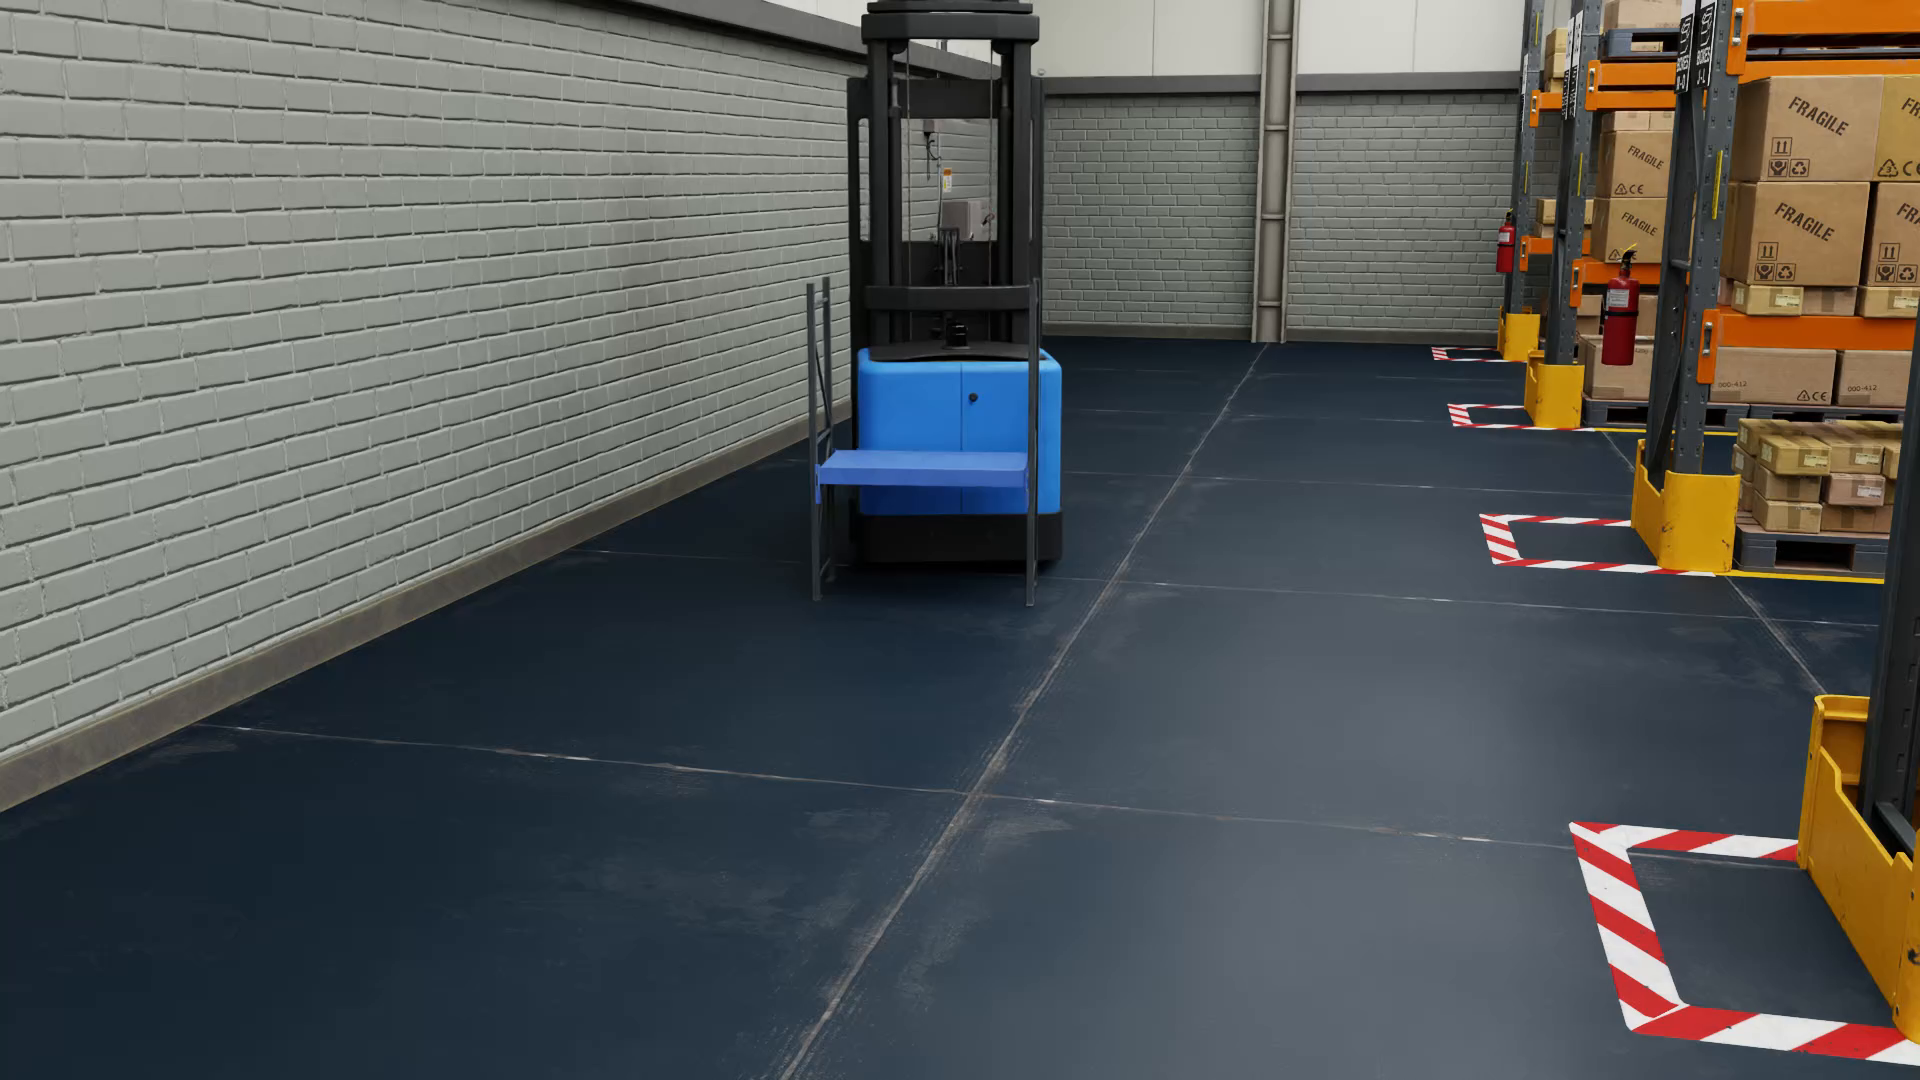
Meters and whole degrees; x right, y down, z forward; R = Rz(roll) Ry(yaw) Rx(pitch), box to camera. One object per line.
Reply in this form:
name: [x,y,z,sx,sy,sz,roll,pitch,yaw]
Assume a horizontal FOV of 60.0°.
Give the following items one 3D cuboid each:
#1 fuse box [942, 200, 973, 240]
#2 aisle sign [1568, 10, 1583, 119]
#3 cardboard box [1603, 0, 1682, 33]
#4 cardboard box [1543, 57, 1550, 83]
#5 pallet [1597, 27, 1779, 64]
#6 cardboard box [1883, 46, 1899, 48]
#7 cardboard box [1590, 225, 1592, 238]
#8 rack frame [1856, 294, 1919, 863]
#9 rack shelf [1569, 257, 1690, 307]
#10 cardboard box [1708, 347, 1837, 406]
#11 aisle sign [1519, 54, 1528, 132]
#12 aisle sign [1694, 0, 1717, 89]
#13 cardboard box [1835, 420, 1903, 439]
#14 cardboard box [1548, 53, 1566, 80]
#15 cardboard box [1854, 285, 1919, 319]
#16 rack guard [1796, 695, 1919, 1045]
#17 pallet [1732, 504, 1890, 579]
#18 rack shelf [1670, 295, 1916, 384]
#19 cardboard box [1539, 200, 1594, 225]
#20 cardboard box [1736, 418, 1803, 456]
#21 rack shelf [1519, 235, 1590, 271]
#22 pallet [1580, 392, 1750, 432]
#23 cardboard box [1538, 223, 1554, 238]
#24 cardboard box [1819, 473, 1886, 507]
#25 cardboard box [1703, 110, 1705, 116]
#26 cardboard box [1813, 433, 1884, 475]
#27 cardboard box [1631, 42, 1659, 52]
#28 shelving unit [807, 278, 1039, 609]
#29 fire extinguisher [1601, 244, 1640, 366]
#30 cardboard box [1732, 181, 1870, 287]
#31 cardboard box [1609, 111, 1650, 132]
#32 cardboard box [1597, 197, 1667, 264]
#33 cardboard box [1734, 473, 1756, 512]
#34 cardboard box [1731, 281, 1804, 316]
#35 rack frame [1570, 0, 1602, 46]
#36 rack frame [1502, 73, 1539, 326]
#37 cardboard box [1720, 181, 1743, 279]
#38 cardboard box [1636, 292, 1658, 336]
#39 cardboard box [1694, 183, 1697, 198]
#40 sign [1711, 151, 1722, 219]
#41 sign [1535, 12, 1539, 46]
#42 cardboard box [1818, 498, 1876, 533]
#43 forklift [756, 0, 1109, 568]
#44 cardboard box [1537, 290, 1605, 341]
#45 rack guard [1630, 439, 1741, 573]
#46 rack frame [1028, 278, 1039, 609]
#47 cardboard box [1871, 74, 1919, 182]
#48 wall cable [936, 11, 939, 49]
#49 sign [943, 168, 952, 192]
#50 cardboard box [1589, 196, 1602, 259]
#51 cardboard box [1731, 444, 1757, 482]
fuse box: [0.089,-2.569,16.861,0.414,1.711,0.539,3,13,14]
aisle sign: [4.785,-3.688,12.928,0.004,0.787,0.394,3,13,14]
cardboard box: [5.382,-4.116,13.083,0.500,0.250,0.500,2,13,8]
cardboard box: [6.607,-5.090,17.986,0.500,0.250,0.500,3,13,13]
pallet: [5.647,-3.861,12.989,1.213,0.211,1.003,3,13,14]
cardboard box: [9.445,-5.068,16.732,0.500,0.250,0.500,3,13,14]
cardboard box: [6.884,-3.313,17.819,0.250,0.149,0.380,3,13,13]
rack frame: [2.550,-0.392,4.075,0.127,3.000,1.000,3,13,14]
rack shelf: [6.866,-2.021,13.078,4.000,0.370,1.077,3,13,14]
cardboard box: [6.479,-1.371,13.434,0.875,0.438,0.875,3,13,15]
aisle sign: [5.973,-4.731,17.629,0.004,0.787,0.394,3,13,14]
aisle sign: [3.693,-2.639,8.203,0.004,0.787,0.394,3,13,14]
cardboard box: [4.923,-0.547,9.014,0.250,0.149,0.380,3,13,12]
cardboard box: [6.475,-4.976,17.469,0.500,0.250,0.500,3,13,13]
cardboard box: [4.577,-1.192,8.259,0.250,0.149,0.380,3,13,12]
rack guard: [2.526,0.827,4.351,0.348,0.500,1.175,3,13,14]
pallet: [4.690,-0.015,8.813,1.213,0.211,1.003,3,13,14]
rack shelf: [5.778,-0.975,8.362,4.000,0.370,1.077,3,13,14]
cardboard box: [6.486,-3.512,17.796,0.500,0.250,0.500,3,13,14]
cardboard box: [4.411,-0.559,9.067,0.250,0.149,0.380,3,13,14]
rack shelf: [8.051,-3.065,17.783,4.000,0.370,1.077,3,13,14]
pallet: [5.719,-1.089,13.657,1.213,0.211,1.003,3,13,14]
cardboard box: [6.363,-3.322,17.863,0.250,0.149,0.380,3,13,13]
cardboard box: [4.536,-0.281,8.500,0.250,0.149,0.380,3,13,13]
cardboard box: [5.699,-3.217,12.769,0.250,0.149,0.380,3,13,15]
cardboard box: [4.560,-0.446,8.556,0.250,0.149,0.380,3,13,15]
cardboard box: [6.969,-5.194,17.299,0.500,0.250,0.500,3,13,13]
shelving unit: [-0.160,-0.469,7.884,1.048,1.500,0.538,0,13,2]
fire extinguisher: [3.702,-1.320,9.297,0.183,0.674,0.296,3,13,14]
cardboard box: [4.206,-1.542,8.342,0.500,0.500,0.500,4,13,16]
cardboard box: [5.202,-3.253,12.933,0.250,0.149,0.380,3,13,15]
cardboard box: [5.321,-2.439,13.072,0.500,0.500,0.500,3,13,13]
cardboard box: [4.397,-0.259,9.090,0.250,0.149,0.380,3,13,14]
cardboard box: [4.072,-1.221,8.393,0.250,0.149,0.380,3,13,13]
rack frame: [4.924,-5.405,12.818,0.127,3.000,1.000,3,13,14]
rack frame: [6.110,-3.520,18.173,0.127,3.000,1.000,3,13,14]
cardboard box: [4.334,-1.654,8.848,0.500,0.500,0.500,3,13,15]
cardboard box: [7.501,-2.400,17.929,0.500,0.500,0.700,4,13,16]
cardboard box: [5.825,-2.903,12.852,0.500,0.500,0.500,3,13,12]
sign: [3.706,-1.738,8.144,0.005,0.325,0.100,3,13,14]
sign: [5.980,-5.297,17.239,0.005,0.325,0.100,3,13,14]
cardboard box: [4.542,-0.152,8.606,0.250,0.149,0.380,3,13,13]
forklift: [-0.345,-1.565,9.519,1.130,2.935,3.031,-6,14,-27]
cardboard box: [6.681,-2.454,18.165,0.637,0.503,0.797,3,13,11]
rack guard: [3.910,-0.205,9.005,0.348,0.500,1.175,3,13,14]
rack frame: [0.348,-0.465,7.868,0.032,1.500,0.500,0,13,2]
cardboard box: [4.700,-2.008,8.132,0.500,0.500,0.500,3,13,15]
wall cable: [-0.483,-5.799,14.593,0.029,3.000,2.355,3,13,14]
sign: [-0.126,-3.600,16.628,0.001,0.242,0.339,3,13,14]
cardboard box: [5.456,-2.555,13.595,0.500,0.500,0.500,3,13,14]
cardboard box: [4.417,-0.421,9.130,0.250,0.149,0.380,3,13,12]
